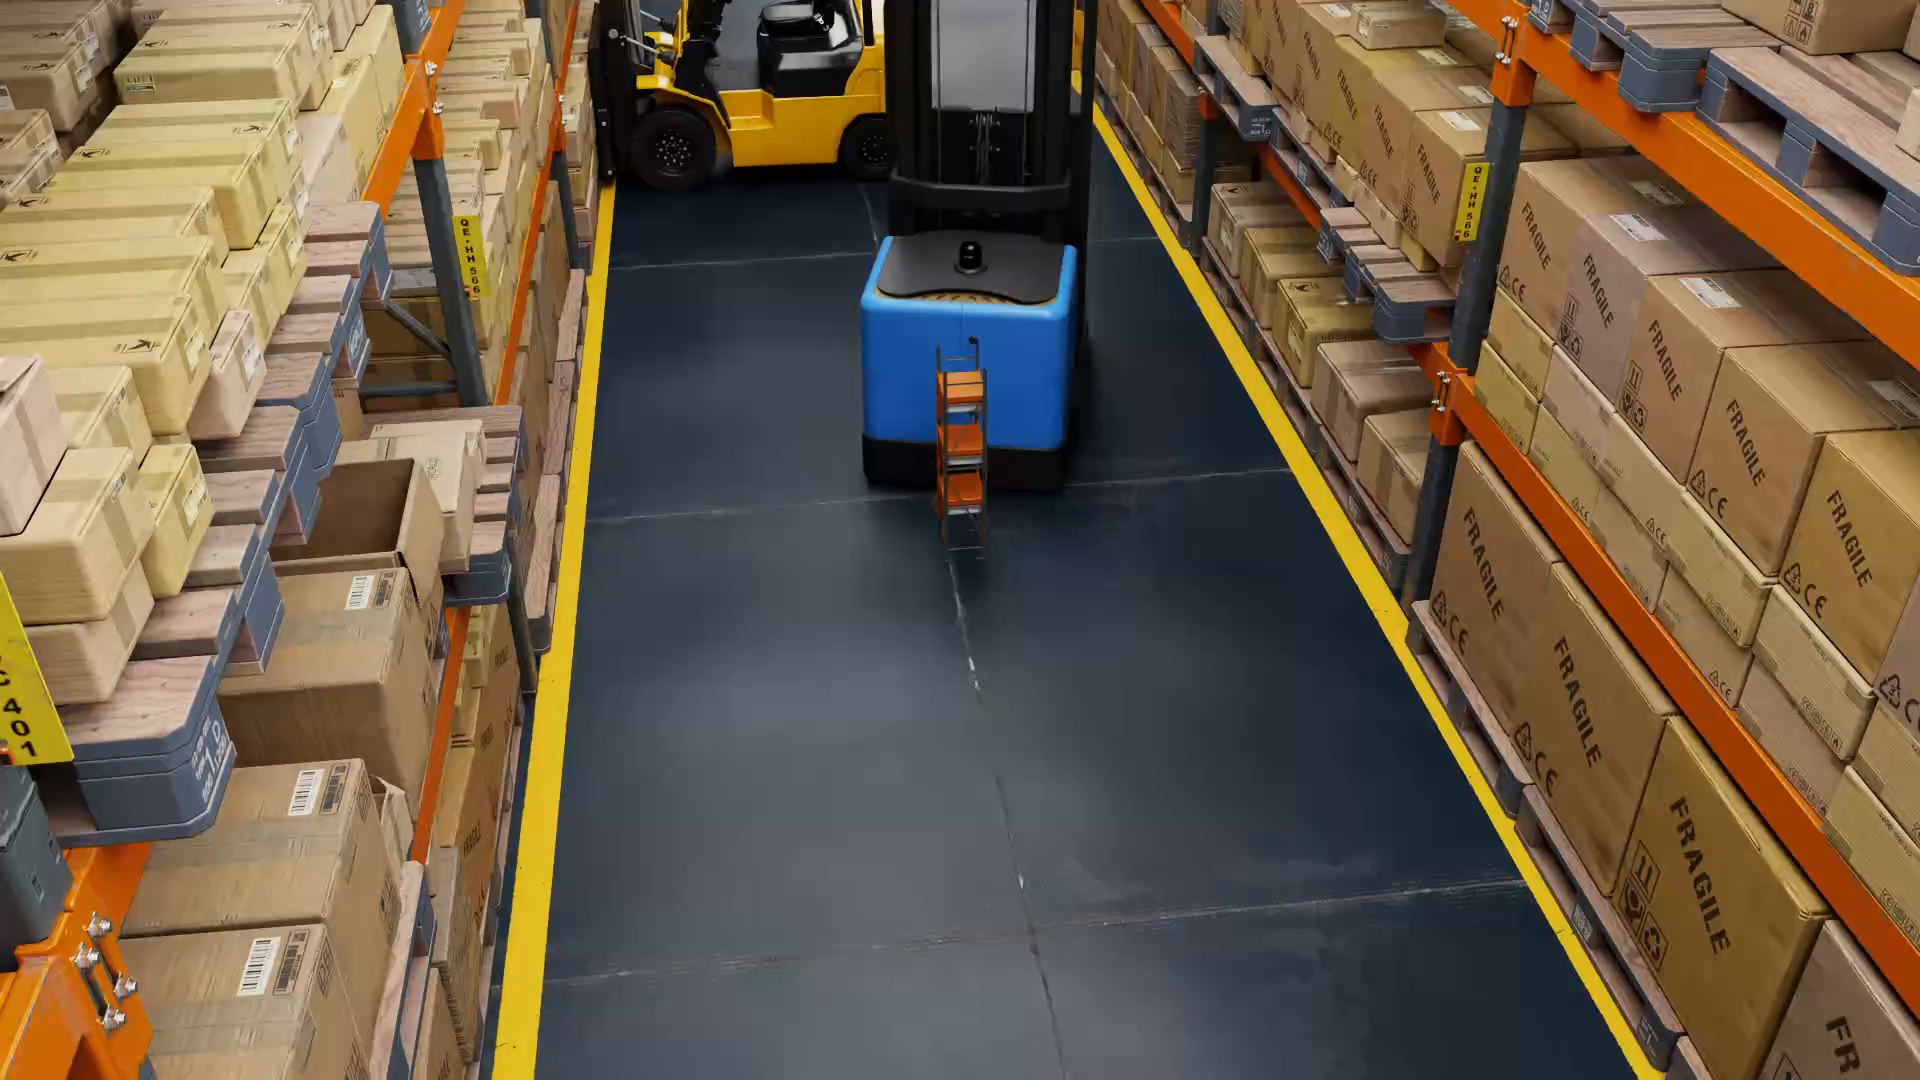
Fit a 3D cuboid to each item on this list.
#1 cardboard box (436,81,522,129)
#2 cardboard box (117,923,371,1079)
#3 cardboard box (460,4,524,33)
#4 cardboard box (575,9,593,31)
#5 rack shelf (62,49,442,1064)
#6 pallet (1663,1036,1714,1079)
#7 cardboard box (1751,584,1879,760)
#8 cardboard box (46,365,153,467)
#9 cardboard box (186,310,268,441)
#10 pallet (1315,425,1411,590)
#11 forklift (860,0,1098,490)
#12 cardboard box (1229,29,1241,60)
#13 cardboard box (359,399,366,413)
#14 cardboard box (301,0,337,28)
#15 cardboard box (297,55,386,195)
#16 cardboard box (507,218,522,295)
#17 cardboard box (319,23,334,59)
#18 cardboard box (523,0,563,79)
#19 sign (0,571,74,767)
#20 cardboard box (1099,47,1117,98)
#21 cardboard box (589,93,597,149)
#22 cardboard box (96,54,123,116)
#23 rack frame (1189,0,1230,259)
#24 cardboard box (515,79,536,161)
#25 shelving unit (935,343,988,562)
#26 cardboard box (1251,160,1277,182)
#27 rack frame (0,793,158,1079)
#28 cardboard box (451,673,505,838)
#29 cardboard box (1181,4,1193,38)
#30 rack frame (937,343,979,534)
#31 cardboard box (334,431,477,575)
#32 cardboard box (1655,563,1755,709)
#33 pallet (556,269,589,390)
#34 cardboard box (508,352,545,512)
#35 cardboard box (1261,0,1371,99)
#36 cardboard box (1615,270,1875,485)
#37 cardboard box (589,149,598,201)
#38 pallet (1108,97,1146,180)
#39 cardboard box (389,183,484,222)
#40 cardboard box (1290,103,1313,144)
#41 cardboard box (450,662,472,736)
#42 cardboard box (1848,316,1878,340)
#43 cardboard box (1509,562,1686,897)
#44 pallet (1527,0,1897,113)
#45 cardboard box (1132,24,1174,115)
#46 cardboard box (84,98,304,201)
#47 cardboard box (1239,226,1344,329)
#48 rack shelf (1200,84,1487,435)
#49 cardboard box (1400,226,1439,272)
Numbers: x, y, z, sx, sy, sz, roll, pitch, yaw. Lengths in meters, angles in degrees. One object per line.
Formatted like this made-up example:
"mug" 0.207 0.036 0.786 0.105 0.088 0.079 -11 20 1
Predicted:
"cardboard box" -2.310 -2.075 7.966 0.380 0.149 0.250 -5 35 -8
"cardboard box" -1.658 1.170 3.407 0.700 0.500 0.500 -4 34 -5
"cardboard box" -2.571 -2.785 9.008 0.380 0.149 0.250 -5 35 -7
"cardboard box" -2.905 -3.676 12.161 0.500 0.250 0.500 -4 34 -6
"rack shelf" -2.083 -0.386 4.128 1.077 0.370 4.000 -4 35 -6
"pallet" 2.925 2.022 5.096 1.003 0.211 1.213 -4 35 -6
"cardboard box" 2.654 0.355 4.755 0.500 0.250 0.500 -4 34 -5
"cardboard box" -1.526 -0.145 2.632 0.380 0.149 0.250 -4 34 -6
"cardboard box" -1.541 -0.304 3.130 0.380 0.149 0.250 -4 34 -6
"pallet" 2.462 -0.222 8.388 1.003 0.211 1.213 -4 35 -6
"forklift" 0.183 -2.279 8.992 1.130 2.935 3.031 4 34 6
"cardboard box" 1.789 -2.907 9.703 0.380 0.149 0.250 -4 34 -6
"cardboard box" -2.666 -0.729 6.790 0.500 0.250 0.500 -5 35 -7
"cardboard box" -1.996 -1.557 4.722 0.380 0.149 0.250 -5 35 -8
"cardboard box" -1.974 -1.189 4.801 0.500 0.250 0.500 -4 35 -6
"cardboard box" -2.309 -1.332 7.674 0.500 0.250 0.500 -5 35 -8
"cardboard box" -2.040 -1.428 4.797 0.380 0.149 0.250 -4 34 -5
"cardboard box" -2.691 -3.101 10.048 0.500 0.500 0.500 -5 35 -8
"sign" -1.277 0.174 2.209 0.100 0.325 0.005 -4 35 -6
"cardboard box" 1.386 -3.683 13.060 0.500 0.250 0.500 -3 34 -5
"cardboard box" -2.775 -2.892 11.454 0.500 0.250 0.500 -5 35 -7
"cardboard box" -2.510 -1.250 4.536 0.380 0.149 0.250 -5 35 -7
"rack frame" 2.028 -3.170 10.238 1.000 3.000 0.127 -4 35 -6
"cardboard box" -2.431 -2.110 8.372 0.500 0.250 0.500 -4 34 -5
"shelving unit" 0.007 -0.404 7.911 0.215 1.050 0.252 -4 35 -6
"cardboard box" 2.216 -2.557 11.407 0.500 0.250 0.500 -6 35 -9
"rack frame" -1.814 1.672 3.133 1.000 3.000 0.127 -4 35 -6
"cardboard box" -2.025 0.799 6.260 0.500 0.500 0.500 -5 35 -7
"cardboard box" 1.642 -3.361 10.742 0.380 0.149 0.250 -4 34 -5
"rack frame" -0.009 -0.472 8.010 0.200 1.050 0.008 -4 35 -6
"cardboard box" -1.889 -0.107 5.504 0.500 0.250 0.500 -6 35 -9
"cardboard box" 2.604 0.270 5.324 0.500 0.250 0.500 -4 35 -6
"pallet" -2.752 -1.232 9.870 1.003 0.211 1.213 -4 35 -6
"cardboard box" -2.518 -0.465 8.005 0.875 0.625 0.625 -3 34 -5
"cardboard box" 1.928 -2.668 8.776 0.500 0.500 0.500 -5 35 -7
"cardboard box" 2.521 -0.533 5.392 0.500 0.500 0.500 -3 34 -5
"cardboard box" -2.711 -2.407 11.187 0.500 0.250 0.500 -5 35 -7
"pallet" 1.735 -3.072 12.571 1.003 0.211 1.213 -4 35 -6
"cardboard box" -2.200 -1.360 6.917 0.380 0.149 0.250 -3 34 -5
"cardboard box" 1.937 -2.178 8.633 0.380 0.149 0.250 -3 34 -5
"cardboard box" -1.976 0.588 5.994 0.380 0.149 0.250 -5 35 -8
"cardboard box" 3.032 -0.560 5.432 0.500 0.500 0.500 -4 35 -6
"cardboard box" 2.692 0.656 6.137 0.875 0.875 0.875 -4 34 -6
"pallet" 2.705 -1.744 5.650 1.213 0.211 1.003 -3 34 -4
"cardboard box" 1.543 -3.395 11.972 0.500 0.500 0.500 -3 34 -4
"cardboard box" -1.685 -0.856 3.676 0.380 0.149 0.250 -4 34 -6
"cardboard box" 2.201 -1.564 9.842 0.950 0.372 0.625 -2 34 -3
"rack shelf" 2.297 -1.757 8.803 1.077 0.370 4.000 -4 35 -6
"cardboard box" 2.181 -1.317 7.369 0.380 0.149 0.250 -4 34 -6
